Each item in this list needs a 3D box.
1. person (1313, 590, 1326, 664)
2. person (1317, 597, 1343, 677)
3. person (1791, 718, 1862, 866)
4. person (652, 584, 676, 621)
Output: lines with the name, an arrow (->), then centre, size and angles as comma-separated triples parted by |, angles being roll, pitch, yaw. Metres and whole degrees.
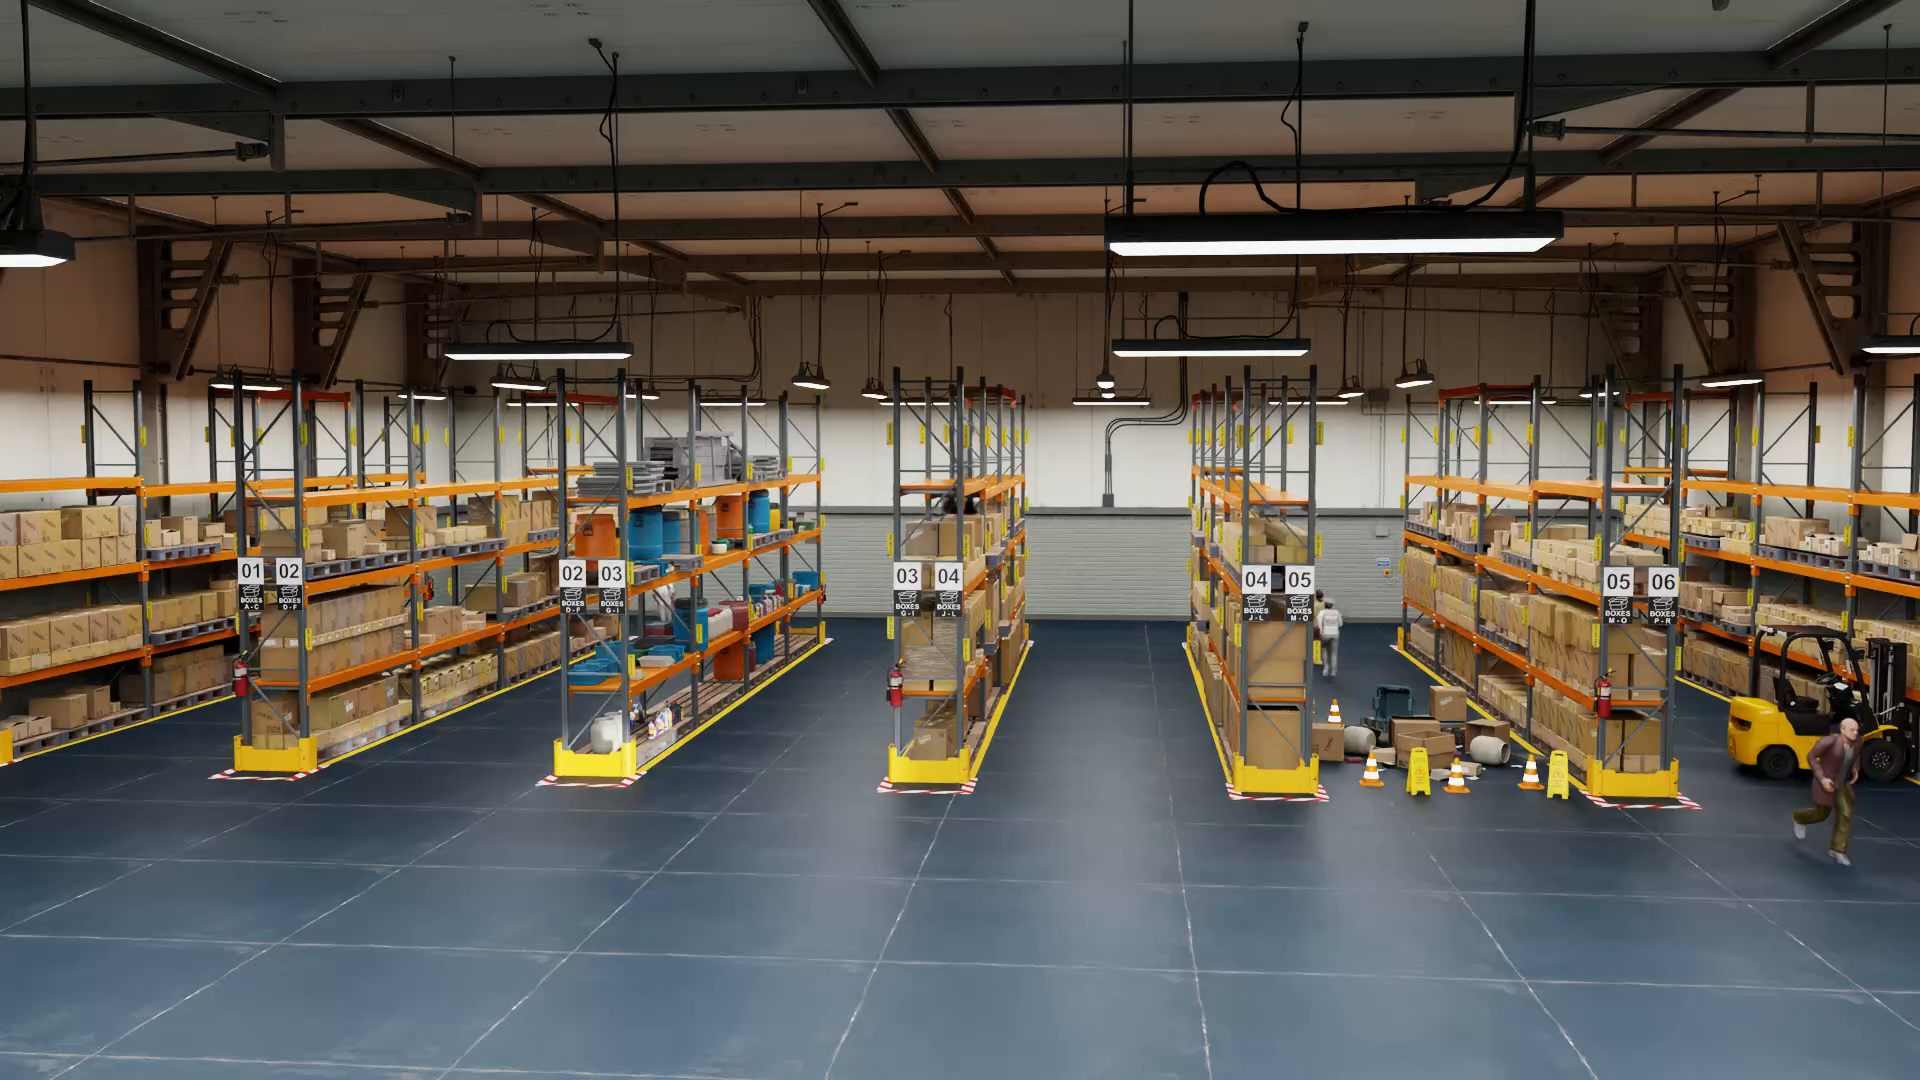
person -> 7.874, 1.911, 36.645 | 0.560, 1.624, 0.621 | -1, 4, -9
person -> 7.660, 2.034, 34.433 | 0.594, 1.645, 0.874 | 0, 4, 3
person -> 10.357, 2.934, 19.891 | 0.730, 1.738, 1.028 | -1, 4, -15
person -> -7.323, 1.627, 41.128 | 0.583, 1.664, 0.506 | -1, 4, -11
